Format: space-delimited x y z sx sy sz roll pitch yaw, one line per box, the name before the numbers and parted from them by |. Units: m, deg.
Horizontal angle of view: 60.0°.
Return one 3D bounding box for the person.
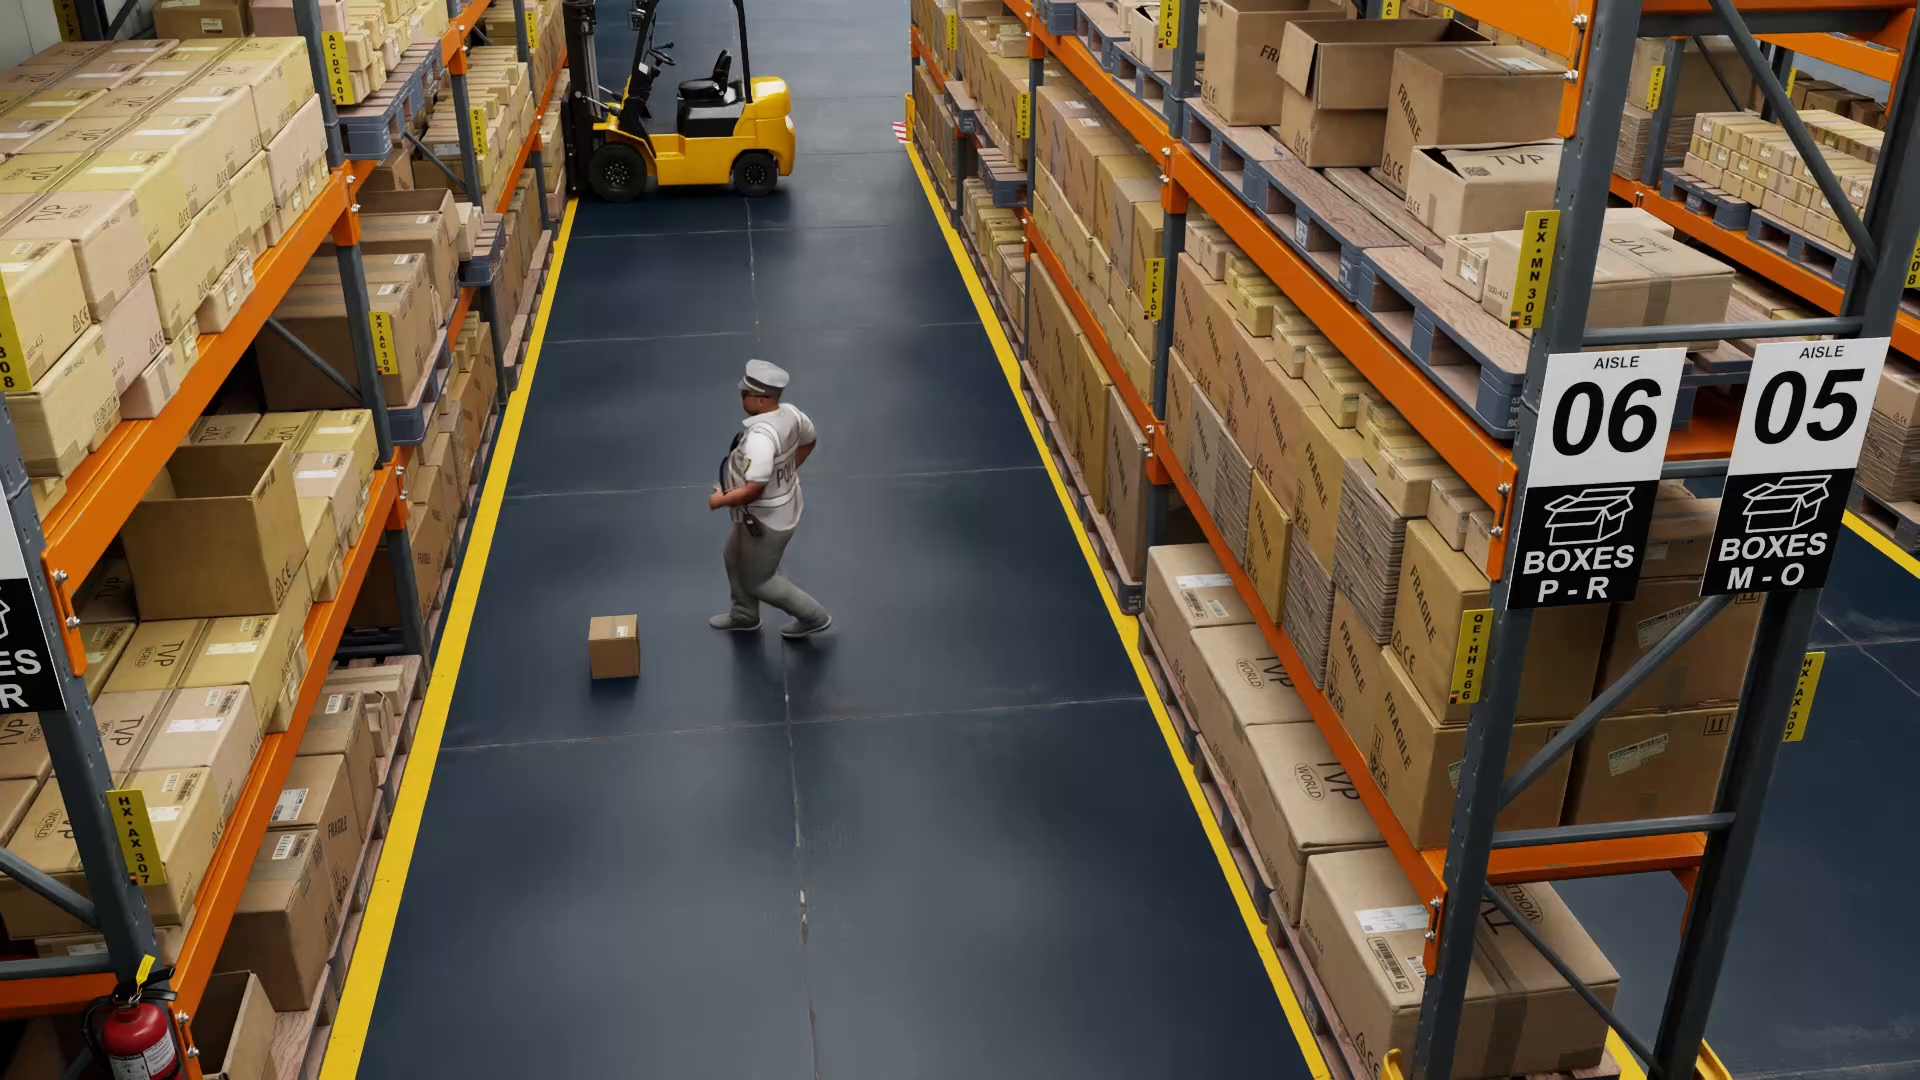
person | -1.122 -0.154 8.963 0.747 1.741 0.724 5 27 10
